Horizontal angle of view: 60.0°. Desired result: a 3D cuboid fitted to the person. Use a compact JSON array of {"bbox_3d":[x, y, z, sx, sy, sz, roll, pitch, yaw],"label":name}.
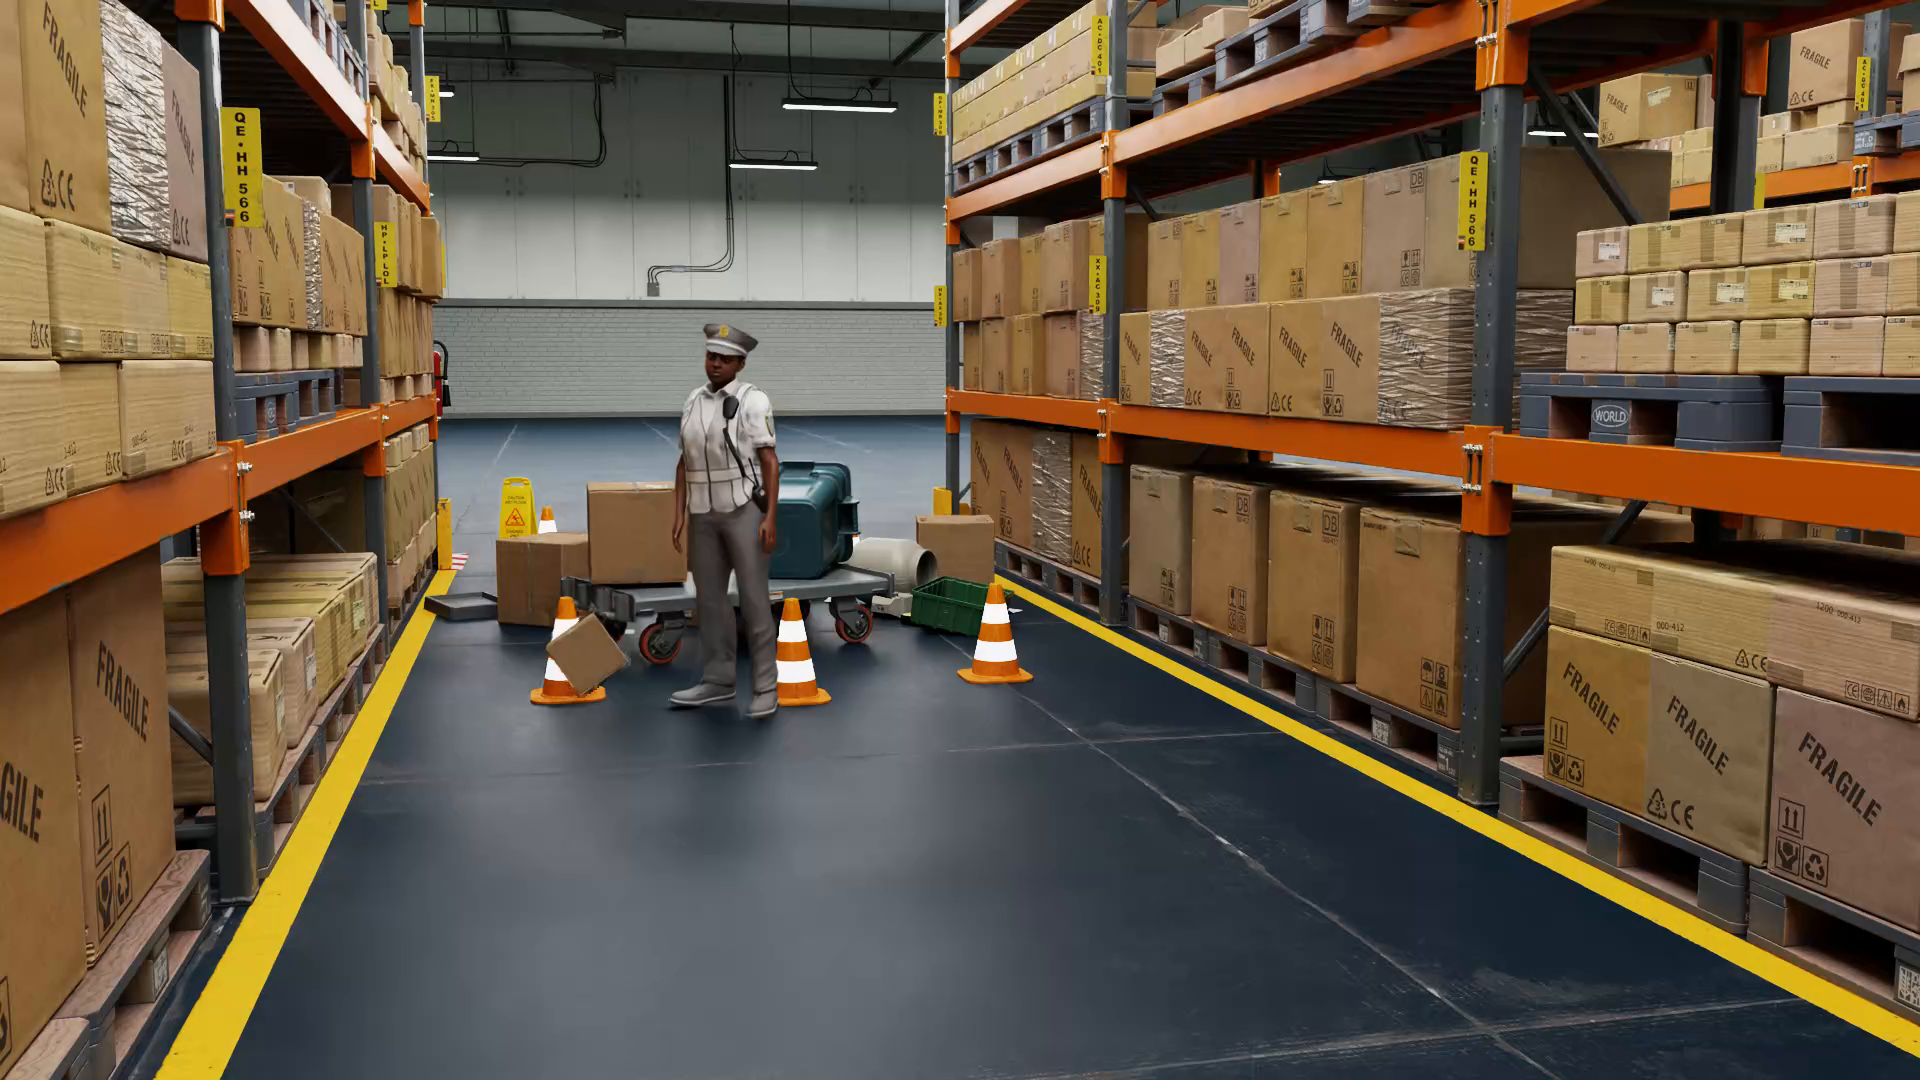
[{"bbox_3d":[-1.025,-0.092,7.233,0.585,1.686,0.368,3,7,26],"label":"person"}]
